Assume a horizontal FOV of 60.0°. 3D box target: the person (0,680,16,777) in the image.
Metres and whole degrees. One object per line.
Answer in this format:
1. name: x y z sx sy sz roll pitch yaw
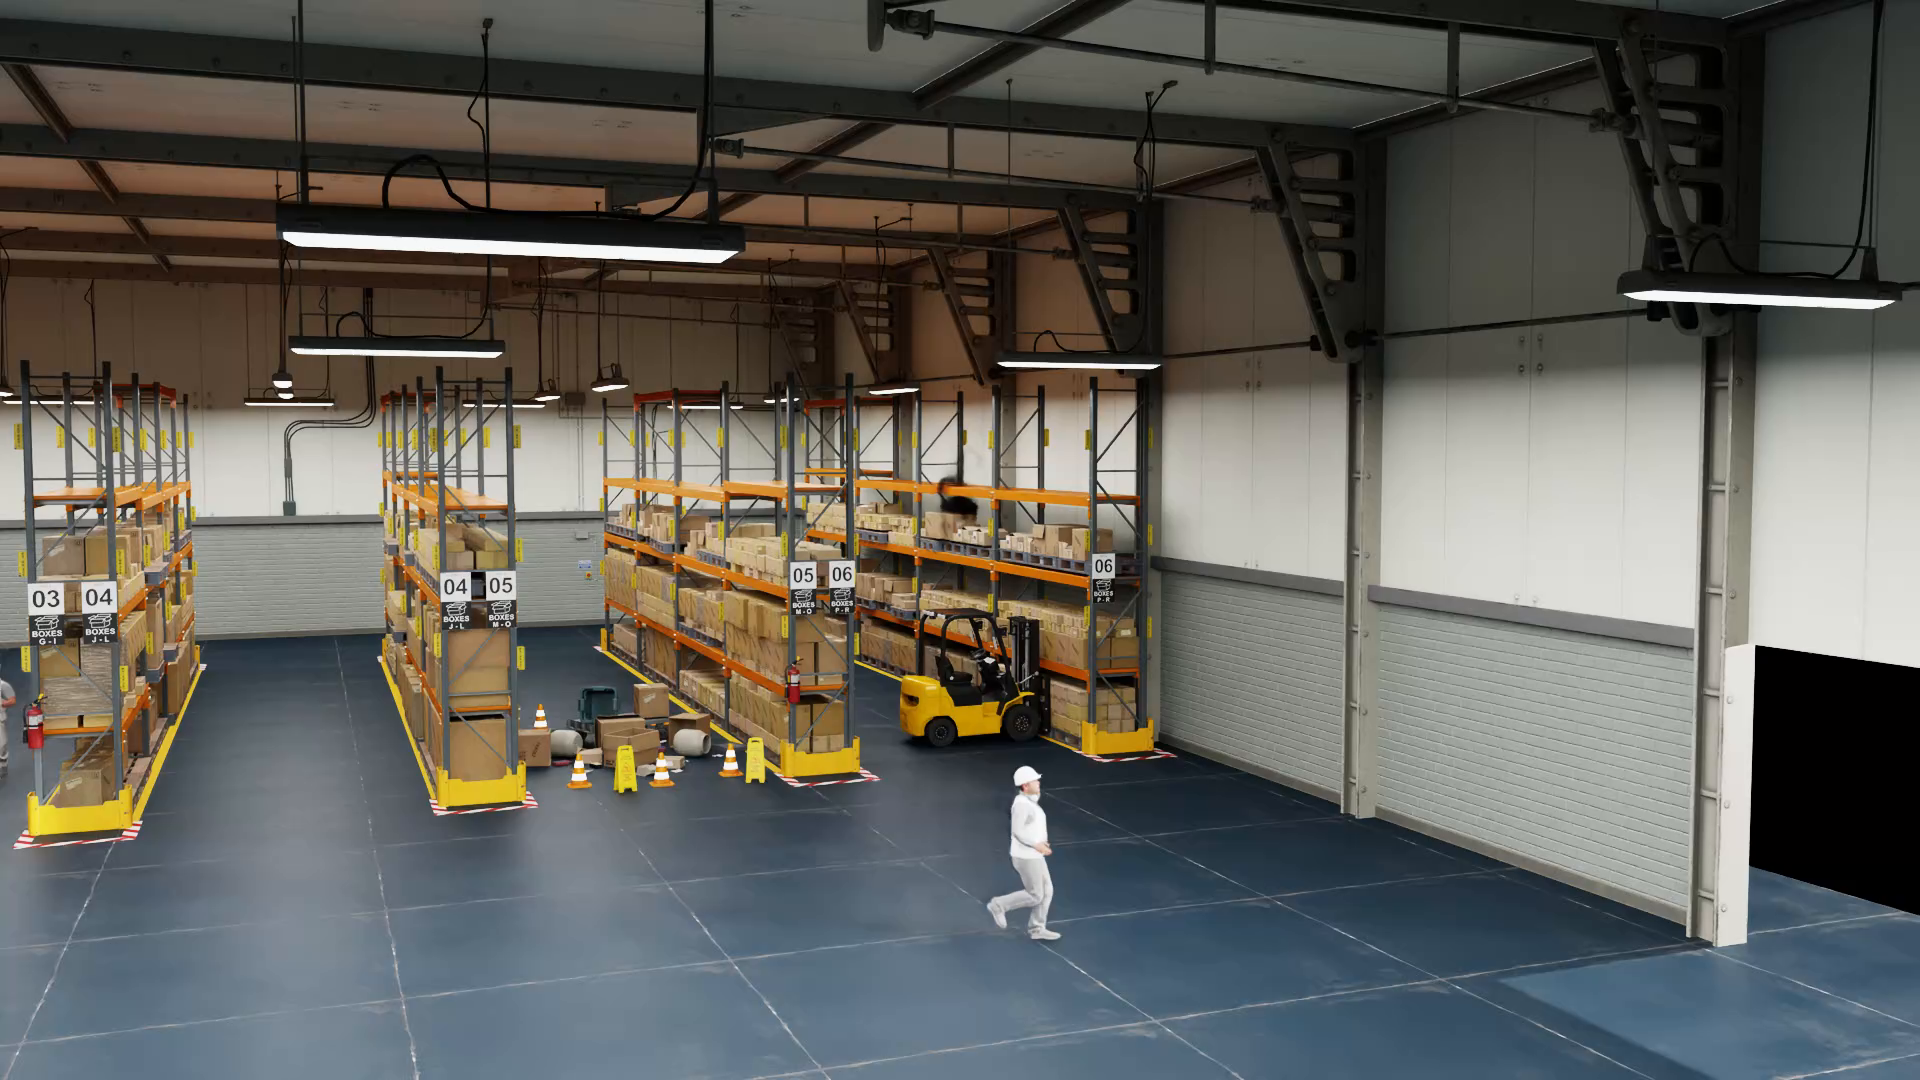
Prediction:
1. person: -13.949 2.631 23.951 0.663 1.777 0.971 -1 4 -21

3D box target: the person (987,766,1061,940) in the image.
1. person: 0.647 3.131 16.646 0.733 1.738 0.651 1 3 10
